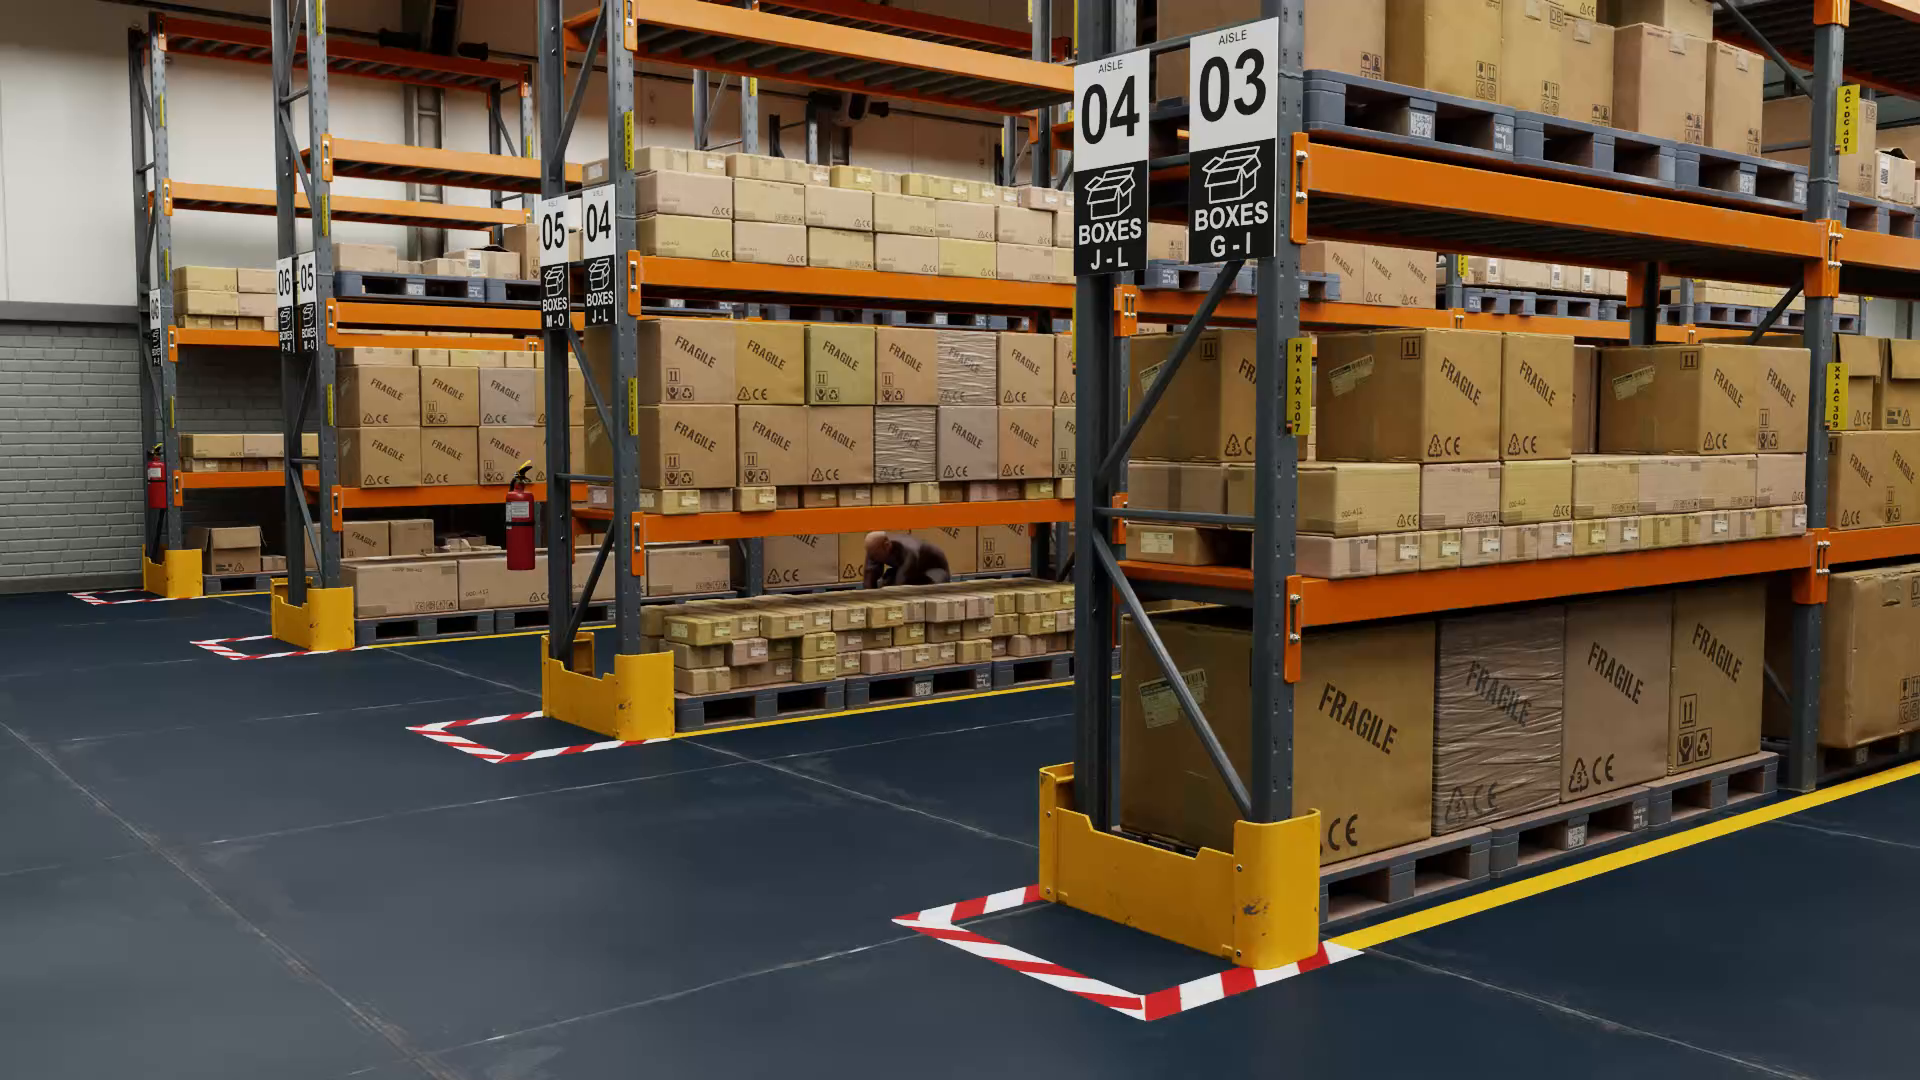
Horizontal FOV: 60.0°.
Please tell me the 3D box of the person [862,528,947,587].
[{"bbox_3d":[-0.476,0.321,13.325,0.578,1.152,0.932,3,5,38],"label":"person"}]
